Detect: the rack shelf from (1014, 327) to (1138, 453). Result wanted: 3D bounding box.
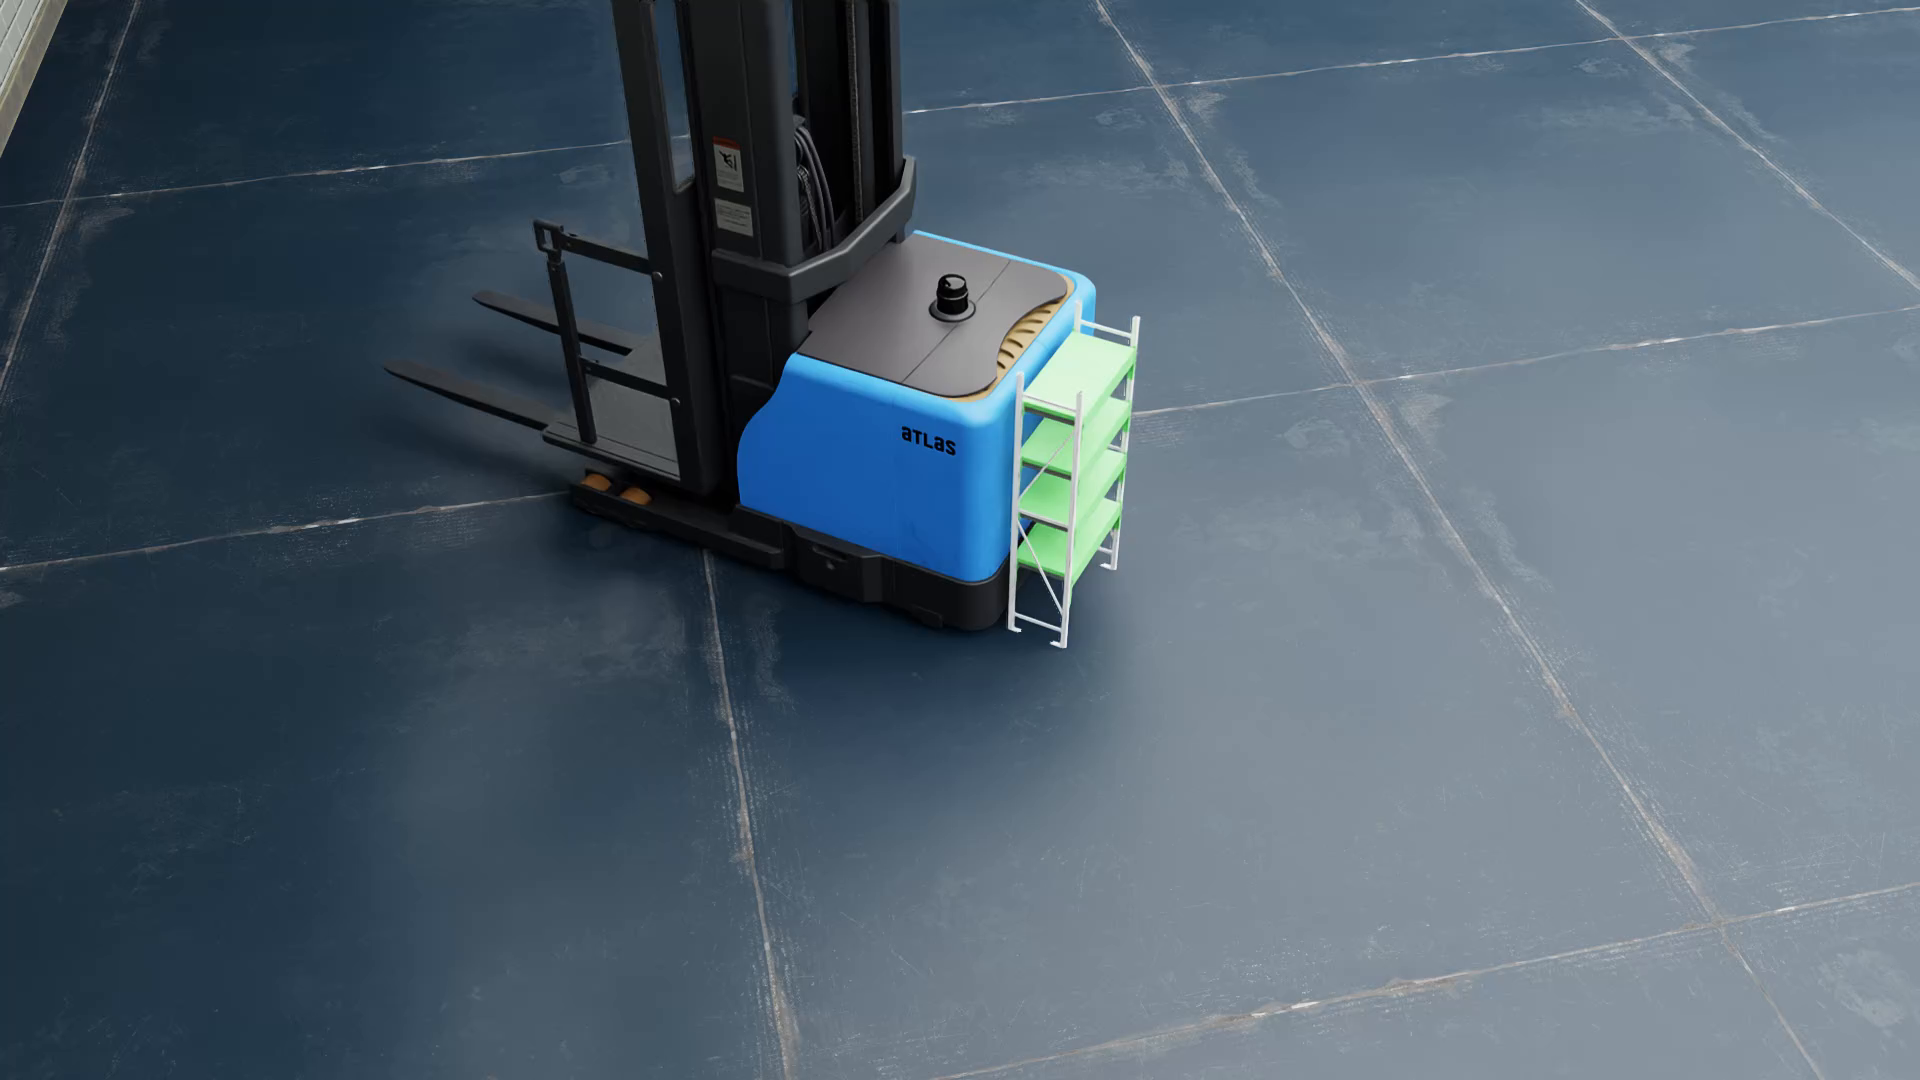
[{"bbox_3d":[0.409,-0.530,5.815,0.258,0.148,0.480,19,45,19],"label":"rack shelf"}]

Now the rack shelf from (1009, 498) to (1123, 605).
[{"bbox_3d":[0.404,0.007,6.295,0.258,0.148,0.480,19,45,19],"label":"rack shelf"}]

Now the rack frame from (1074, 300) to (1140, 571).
[{"bbox_3d":[0.515,-0.365,6.256,0.240,1.200,0.015,19,45,19],"label":"rack frame"}]

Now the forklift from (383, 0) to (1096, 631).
[{"bbox_3d":[-1.025,-1.438,6.162,3.031,2.935,1.130,18,45,20],"label":"forklift"}]

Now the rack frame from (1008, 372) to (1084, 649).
[{"bbox_3d":[0.297,-0.075,5.929,0.240,1.200,0.015,19,45,19],"label":"rack frame"}]

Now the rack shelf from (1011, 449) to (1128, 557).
[{"bbox_3d":[0.406,-0.172,6.135,0.258,0.148,0.480,19,45,19],"label":"rack shelf"}]

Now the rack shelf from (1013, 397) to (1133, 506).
[{"bbox_3d":[0.407,-0.351,5.975,0.258,0.148,0.480,19,45,19],"label":"rack shelf"}]

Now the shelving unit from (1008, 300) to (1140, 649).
[{"bbox_3d":[0.406,-0.220,6.093,0.258,1.200,0.503,19,45,19],"label":"shelving unit"}]
